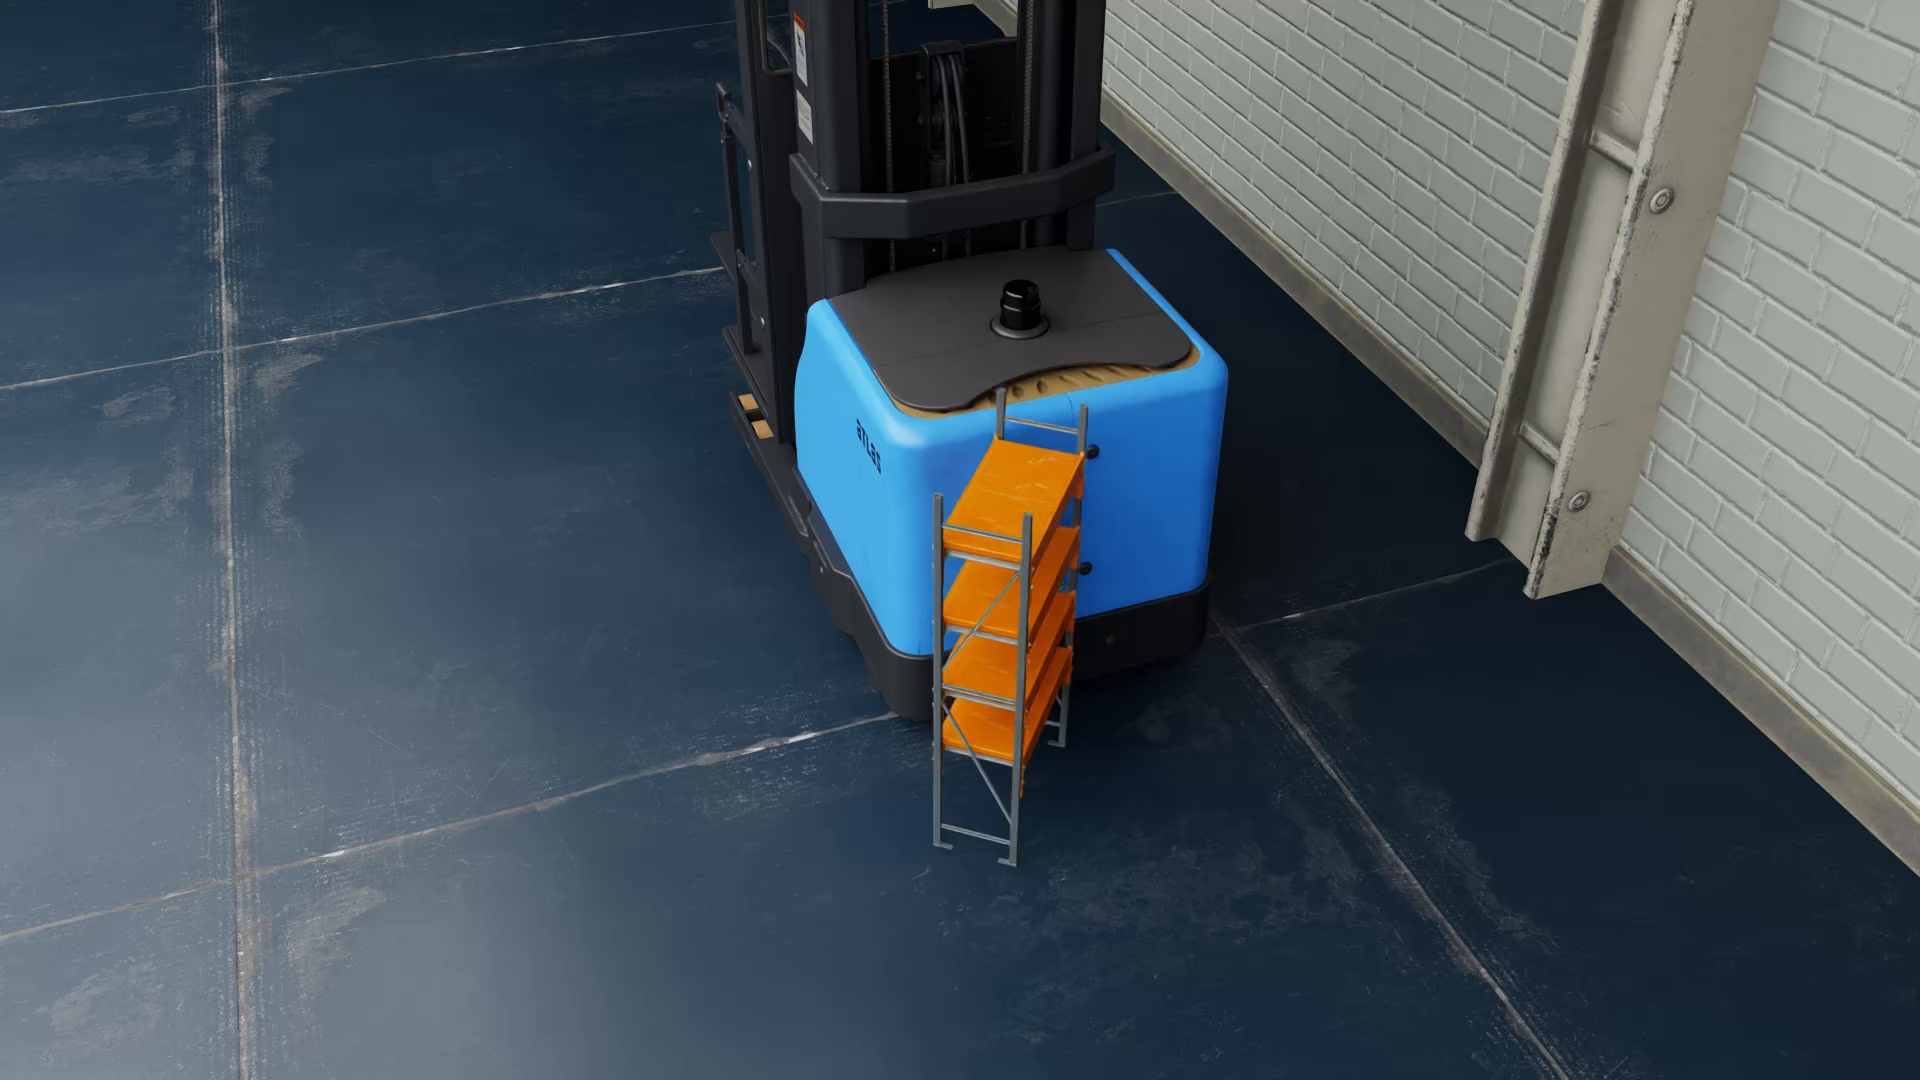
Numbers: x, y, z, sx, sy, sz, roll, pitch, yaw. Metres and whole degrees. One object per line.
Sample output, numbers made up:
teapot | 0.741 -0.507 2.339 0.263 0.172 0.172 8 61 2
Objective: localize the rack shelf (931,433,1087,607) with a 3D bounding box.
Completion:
rack shelf | 0.130 -0.058 4.172 0.258 0.148 0.480 12 39 14

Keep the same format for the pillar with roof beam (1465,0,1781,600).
pillar with roof beam | -2.078 -2.649 1.787 9.100 9.000 0.400 -12 39 -16

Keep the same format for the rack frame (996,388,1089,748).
rack frame | 0.205 0.113 4.595 0.240 1.200 0.015 12 39 14

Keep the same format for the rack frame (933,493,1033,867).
rack frame | 0.048 0.394 4.227 0.240 1.200 0.015 12 39 14

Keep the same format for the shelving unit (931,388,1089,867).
shelving unit | 0.126 0.253 4.411 0.258 1.200 0.503 12 39 14

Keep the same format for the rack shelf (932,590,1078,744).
rack shelf | 0.126 0.307 4.452 0.258 0.148 0.480 12 39 14

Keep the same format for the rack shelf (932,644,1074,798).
rack shelf | 0.124 0.464 4.573 0.258 0.148 0.480 12 39 14

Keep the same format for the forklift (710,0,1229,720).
forklift | -0.220 -1.526 5.340 1.130 2.935 3.031 -13 39 -16

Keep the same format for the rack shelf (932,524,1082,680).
rack shelf | 0.128 0.129 4.316 0.258 0.148 0.480 12 39 14

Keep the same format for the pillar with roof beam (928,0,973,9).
pillar with roof beam | -4.143 -6.038 6.287 9.100 9.000 0.400 -12 39 -16
